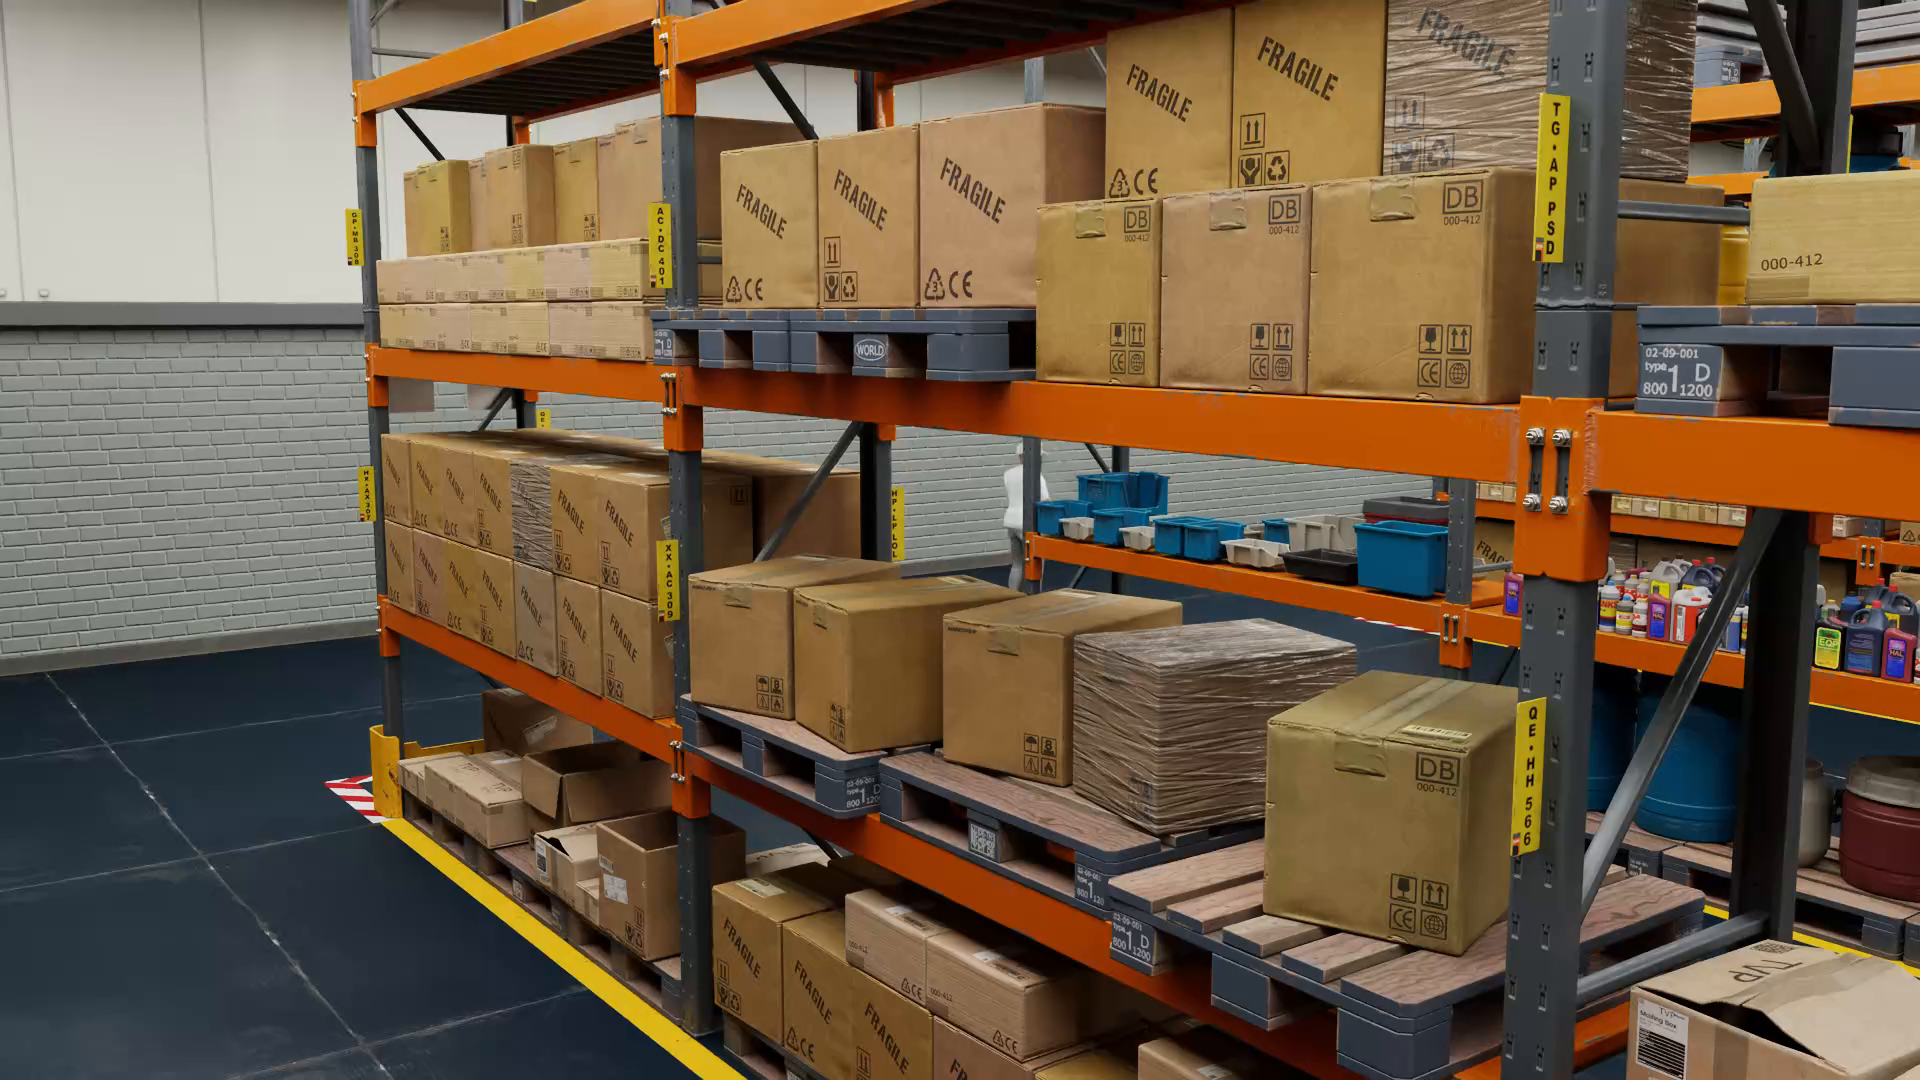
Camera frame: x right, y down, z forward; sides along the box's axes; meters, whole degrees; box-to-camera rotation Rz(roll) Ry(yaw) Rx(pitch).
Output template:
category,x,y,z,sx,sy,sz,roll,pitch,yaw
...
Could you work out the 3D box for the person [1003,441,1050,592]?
category,x,y,z,sx,sy,sz,roll,pitch,yaw
person,0.725,-0.128,16.673,0.576,1.761,0.505,-6,10,-37
